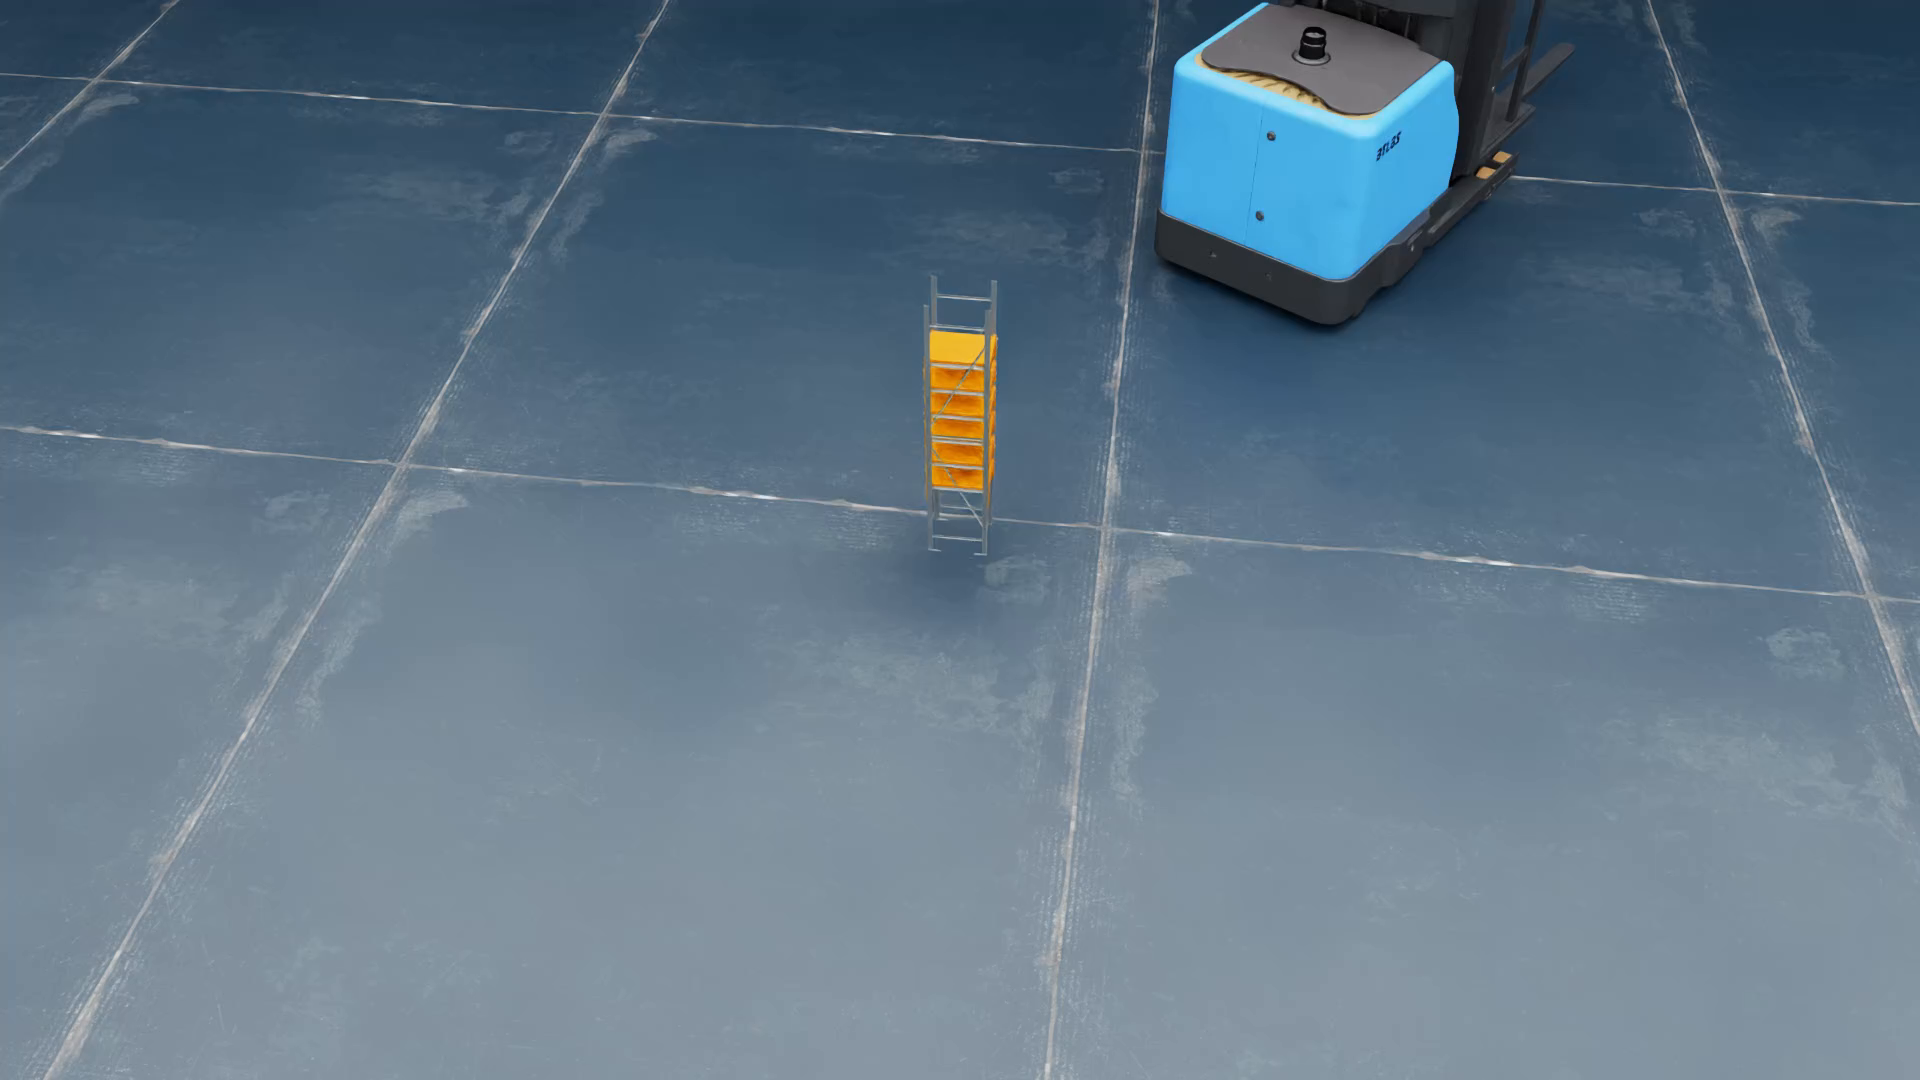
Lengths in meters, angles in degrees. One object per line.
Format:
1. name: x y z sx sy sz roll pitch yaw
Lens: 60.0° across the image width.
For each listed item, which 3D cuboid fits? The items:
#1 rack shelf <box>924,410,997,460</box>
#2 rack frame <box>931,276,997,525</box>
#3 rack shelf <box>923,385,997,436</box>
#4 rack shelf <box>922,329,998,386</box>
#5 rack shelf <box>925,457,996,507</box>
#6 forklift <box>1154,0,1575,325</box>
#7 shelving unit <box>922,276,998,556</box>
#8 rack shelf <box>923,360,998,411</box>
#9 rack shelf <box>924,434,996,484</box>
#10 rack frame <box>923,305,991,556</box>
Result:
1. rack shelf: 0.002 -0.413 6.378 0.258 0.103 0.180 5 44 6
2. rack frame: 0.014 -0.508 6.414 0.240 1.200 0.006 5 44 6
3. rack shelf: 0.002 -0.500 6.296 0.258 0.103 0.180 5 44 6
4. rack shelf: 0.002 -0.675 6.131 0.258 0.103 0.180 5 44 6
5. rack shelf: 0.002 -0.239 6.543 0.258 0.103 0.180 5 44 6
6. forklift: 2.261 -3.017 7.805 1.130 2.935 3.031 29 50 27
7. shelving unit: 0.002 -0.446 6.348 0.258 1.200 0.189 5 44 6
8. rack shelf: 0.002 -0.588 6.213 0.258 0.103 0.180 5 44 6
9. rack shelf: 0.002 -0.326 6.461 0.258 0.103 0.180 5 44 6
10. rack frame: -0.010 -0.383 6.282 0.240 1.200 0.006 5 44 6
